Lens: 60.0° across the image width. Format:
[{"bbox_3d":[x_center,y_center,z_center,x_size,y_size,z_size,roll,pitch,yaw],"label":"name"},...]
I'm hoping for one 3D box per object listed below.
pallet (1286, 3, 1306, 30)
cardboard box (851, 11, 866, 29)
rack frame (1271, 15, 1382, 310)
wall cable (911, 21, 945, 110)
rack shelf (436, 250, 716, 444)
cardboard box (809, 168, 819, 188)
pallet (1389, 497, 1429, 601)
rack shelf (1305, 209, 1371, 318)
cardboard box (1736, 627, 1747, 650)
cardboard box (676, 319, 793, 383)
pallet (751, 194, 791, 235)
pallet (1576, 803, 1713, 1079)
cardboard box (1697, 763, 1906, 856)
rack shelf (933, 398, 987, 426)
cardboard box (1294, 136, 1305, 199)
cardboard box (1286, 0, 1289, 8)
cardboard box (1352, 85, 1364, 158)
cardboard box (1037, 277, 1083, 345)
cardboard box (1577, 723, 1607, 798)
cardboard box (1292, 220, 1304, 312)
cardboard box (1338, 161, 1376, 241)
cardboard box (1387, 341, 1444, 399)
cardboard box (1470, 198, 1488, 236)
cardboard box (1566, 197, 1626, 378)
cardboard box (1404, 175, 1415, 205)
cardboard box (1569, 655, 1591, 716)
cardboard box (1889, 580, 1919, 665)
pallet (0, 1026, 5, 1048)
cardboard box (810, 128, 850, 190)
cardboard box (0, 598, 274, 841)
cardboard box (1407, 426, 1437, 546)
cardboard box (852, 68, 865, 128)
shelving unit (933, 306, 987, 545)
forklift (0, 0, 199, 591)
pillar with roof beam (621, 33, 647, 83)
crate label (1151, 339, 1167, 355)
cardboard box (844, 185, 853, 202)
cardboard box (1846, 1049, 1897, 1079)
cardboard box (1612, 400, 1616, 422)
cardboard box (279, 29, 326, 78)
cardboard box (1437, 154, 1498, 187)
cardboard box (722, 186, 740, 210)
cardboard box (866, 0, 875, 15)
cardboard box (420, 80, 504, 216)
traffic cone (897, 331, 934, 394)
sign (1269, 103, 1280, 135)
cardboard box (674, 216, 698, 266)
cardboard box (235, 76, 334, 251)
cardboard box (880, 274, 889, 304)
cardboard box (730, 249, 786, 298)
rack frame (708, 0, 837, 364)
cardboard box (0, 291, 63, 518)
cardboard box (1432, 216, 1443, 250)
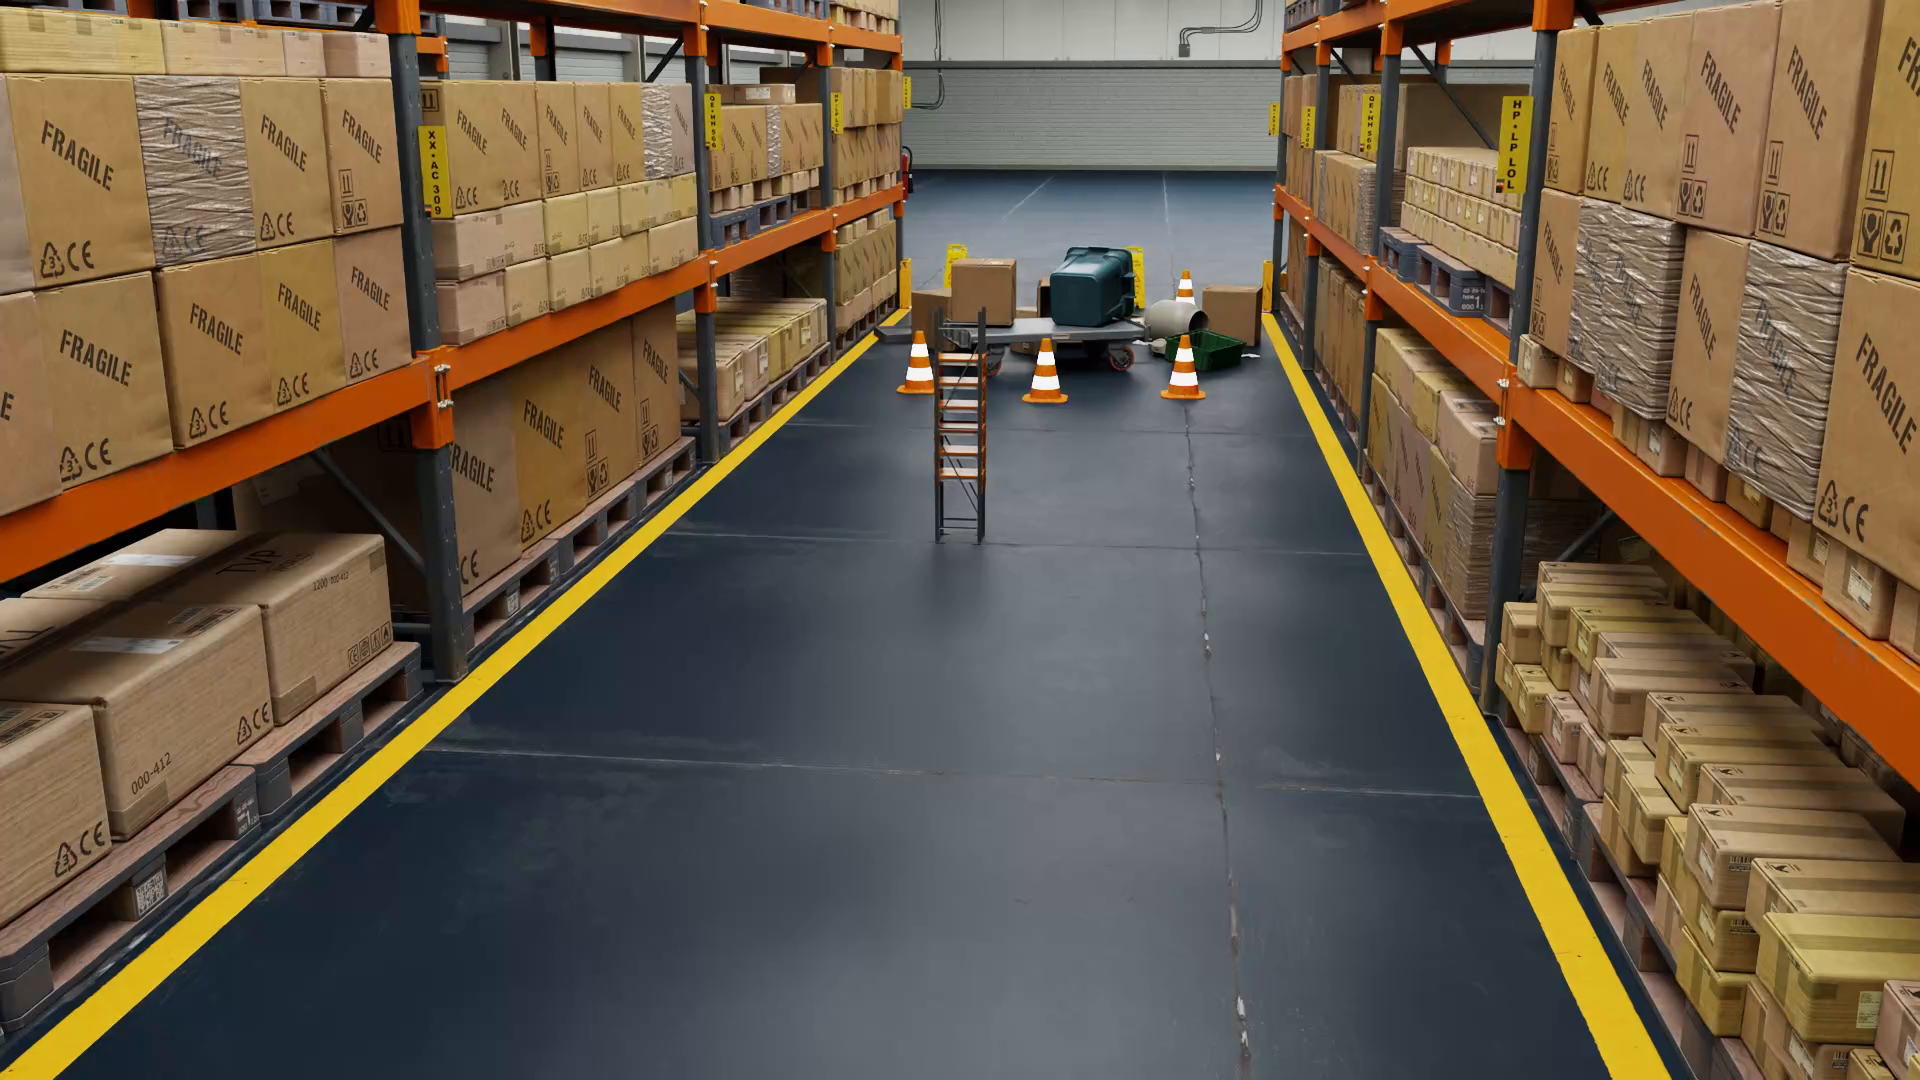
[{"bbox_3d":[3.741,-5.110,16.235,1.003,0.211,1.213,2,15,6],"label":"pallet"},{"bbox_3d":[-1.056,-4.711,15.074,0.380,0.149,0.250,1,15,5],"label":"cardboard box"},{"bbox_3d":[3.814,-3.897,17.327,1.000,3.000,0.127,2,15,6],"label":"rack frame"},{"bbox_3d":[-1.991,-13.911,48.816,3.097,2.526,0.112,2,15,6],"label":"wall cable"},{"bbox_3d":[-2.244,-1.076,8.272,1.077,0.370,4.000,2,15,6],"label":"rack shelf"},{"bbox_3d":[-1.351,-2.919,13.387,0.380,0.149,0.250,2,15,7],"label":"cardboard box"},{"bbox_3d":[2.681,0.042,8.102,1.003,0.211,1.213,2,15,6],"label":"pallet"},{"bbox_3d":[3.137,-1.994,11.666,1.077,0.370,4.000,2,15,6],"label":"rack shelf"},{"bbox_3d":[2.668,0.334,5.199,0.380,0.149,0.250,2,15,6],"label":"cardboard box"},{"bbox_3d":[-1.778,-1.410,12.361,0.950,0.372,0.625,2,15,8],"label":"cardboard box"},{"bbox_3d":[-1.836,-2.364,12.025,1.003,0.211,1.213,2,15,6],"label":"pallet"},{"bbox_3d":[2.284,1.054,4.360,1.003,0.211,1.213,2,15,6],"label":"pallet"},{"bbox_3d":[2.012,0.658,3.999,0.380,0.149,0.250,1,15,4],"label":"cardboard box"},{"bbox_3d":[0.002,-0.656,8.500,0.258,0.103,0.180,2,15,6],"label":"rack shelf"},{"bbox_3d":[3.570,-3.448,15.381,0.875,0.550,0.500,2,15,6],"label":"cardboard box"},{"bbox_3d":[3.457,-5.395,16.607,0.380,0.149,0.250,2,15,7],"label":"cardboard box"},{"bbox_3d":[3.199,-2.997,11.892,0.700,0.500,0.500,2,15,7],"label":"cardboard box"},{"bbox_3d":[1.104,-2.104,15.219,0.797,0.637,0.503,2,15,6],"label":"cardboard box"},{"bbox_3d":[2.114,0.676,5.072,0.380,0.149,0.250,1,15,5],"label":"cardboard box"},{"bbox_3d":[3.706,-2.668,16.048,0.875,0.875,0.875,1,15,5],"label":"cardboard box"},{"bbox_3d":[2.809,-2.254,11.060,0.500,0.500,0.500,1,15,5],"label":"cardboard box"},{"bbox_3d":[2.536,-0.877,8.706,0.500,0.250,0.500,2,15,6],"label":"cardboard box"},{"bbox_3d":[2.425,-1.390,7.162,0.380,0.149,0.250,1,15,3],"label":"cardboard box"},{"bbox_3d":[2.105,-0.727,4.843,0.500,0.500,0.500,2,15,6],"label":"cardboard box"},{"bbox_3d":[2.657,-1.928,9.152,0.380,0.149,0.250,2,15,9],"label":"cardboard box"},{"bbox_3d":[2.170,0.462,5.293,0.380,0.149,0.250,2,15,6],"label":"cardboard box"},{"bbox_3d":[1.843,0.152,2.834,0.380,0.149,0.250,2,15,6],"label":"cardboard box"},{"bbox_3d":[-2.909,1.270,3.563,1.003,0.211,1.213,2,15,6],"label":"pallet"},{"bbox_3d":[-1.241,-3.277,14.273,0.500,0.500,0.500,2,15,6],"label":"cardboard box"},{"bbox_3d":[-2.748,0.522,5.090,0.875,0.438,0.875,1,15,5],"label":"cardboard box"},{"bbox_3d":[2.413,-0.246,7.810,0.500,0.500,0.500,1,15,5],"label":"cardboard box"},{"bbox_3d":[-1.223,-3.893,14.637,0.700,0.500,0.500,2,15,7],"label":"cardboard box"},{"bbox_3d":[0.002,-0.583,8.519,0.258,1.200,0.189,2,15,6],"label":"shelving unit"},{"bbox_3d":[-5.296,-1.442,8.379,3.031,2.935,1.130,9,17,29],"label":"forklift"},{"bbox_3d":[-1.391,-9.889,27.995,9.100,9.000,0.400,2,15,6],"label":"pillar with roof beam"},{"bbox_3d":[1.846,-1.698,14.680,0.298,0.136,0.250,-10,18,-32],"label":"crate label"},{"bbox_3d":[-1.174,-3.130,14.973,0.380,0.149,0.250,2,15,8],"label":"cardboard box"},{"bbox_3d":[1.867,1.071,3.041,0.380,0.149,0.250,1,15,5],"label":"cardboard box"},{"bbox_3d":[2.133,-0.389,4.837,0.380,0.149,0.250,1,15,4],"label":"cardboard box"},{"bbox_3d":[-2.326,-1.594,5.460,0.380,0.149,0.250,2,15,8],"label":"cardboard box"},{"bbox_3d":[2.548,-1.804,8.126,0.380,0.149,0.250,2,15,9],"label":"cardboard box"},{"bbox_3d":[-1.655,-2.244,10.891,0.380,0.149,0.250,1,15,3],"label":"cardboard box"},{"bbox_3d":[-1.072,-4.999,15.374,0.500,0.250,0.500,2,15,7],"label":"cardboard box"},{"bbox_3d":[-2.135,-1.541,6.507,0.500,0.500,0.500,2,15,7],"label":"cardboard box"},{"bbox_3d":[-0.316,-1.392,12.922,0.336,0.463,0.334,2,15,6],"label":"traffic cone"},{"bbox_3d":[3.263,-4.371,17.270,0.100,0.325,0.005,2,15,6],"label":"sign"},{"bbox_3d":[-1.818,-1.731,9.603,0.500,0.250,0.500,1,15,4],"label":"cardboard box"},{"bbox_3d":[-2.314,-1.173,5.148,0.500,0.500,0.500,1,15,5],"label":"cardboard box"},{"bbox_3d":[-1.006,-2.540,16.773,0.500,0.250,0.500,2,15,6],"label":"cardboard box"},{"bbox_3d":[-1.767,-2.378,14.736,0.500,0.500,0.500,1,15,5],"label":"cardboard box"},{"bbox_3d":[-1.567,-2.979,13.933,1.000,3.000,0.127,2,15,6],"label":"rack frame"},{"bbox_3d":[-2.477,-0.295,3.813,0.500,0.500,0.500,2,15,6],"label":"cardboard box"},{"bbox_3d":[2.543,-1.515,8.194,0.380,0.149,0.250,2,15,8],"label":"cardboard box"}]
